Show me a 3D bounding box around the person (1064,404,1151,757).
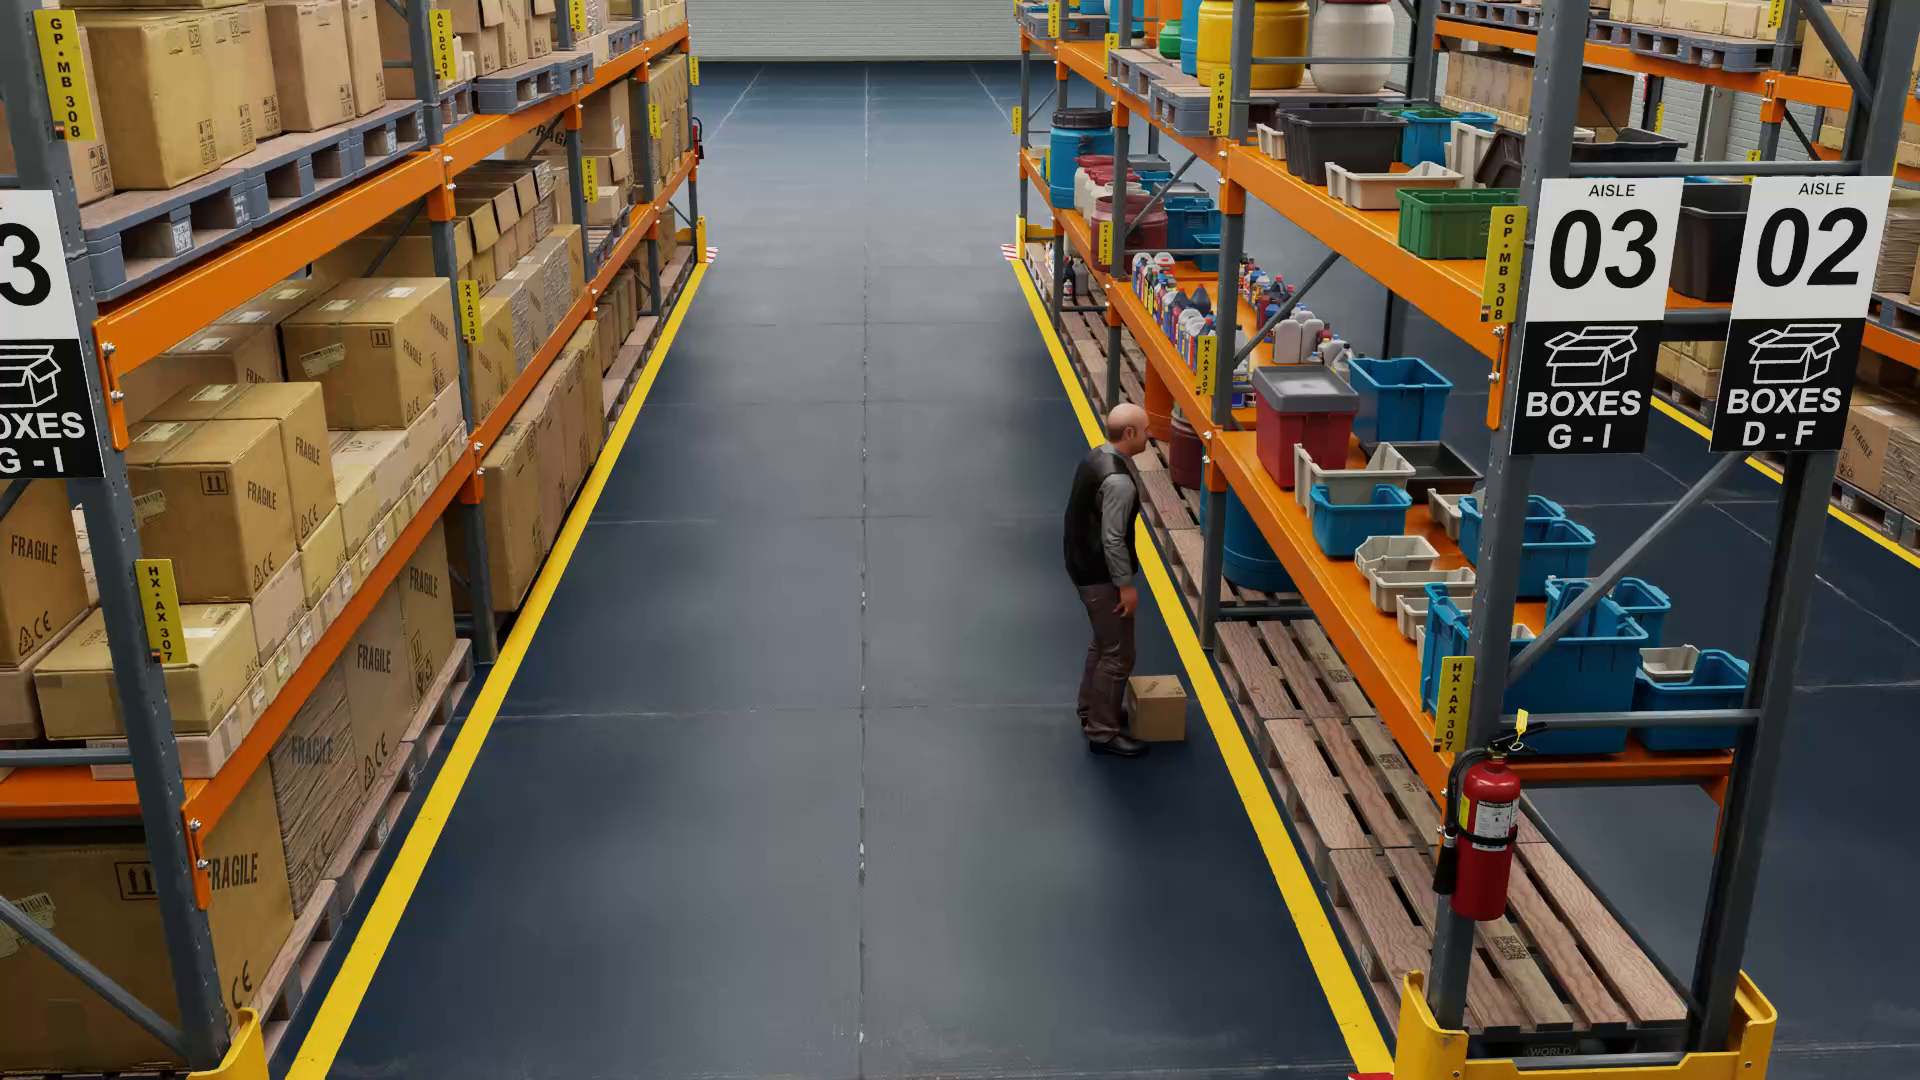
[{"bbox_3d":[0.715,0.175,8.136,0.419,1.721,0.581,-1,20,-3],"label":"person"}]
